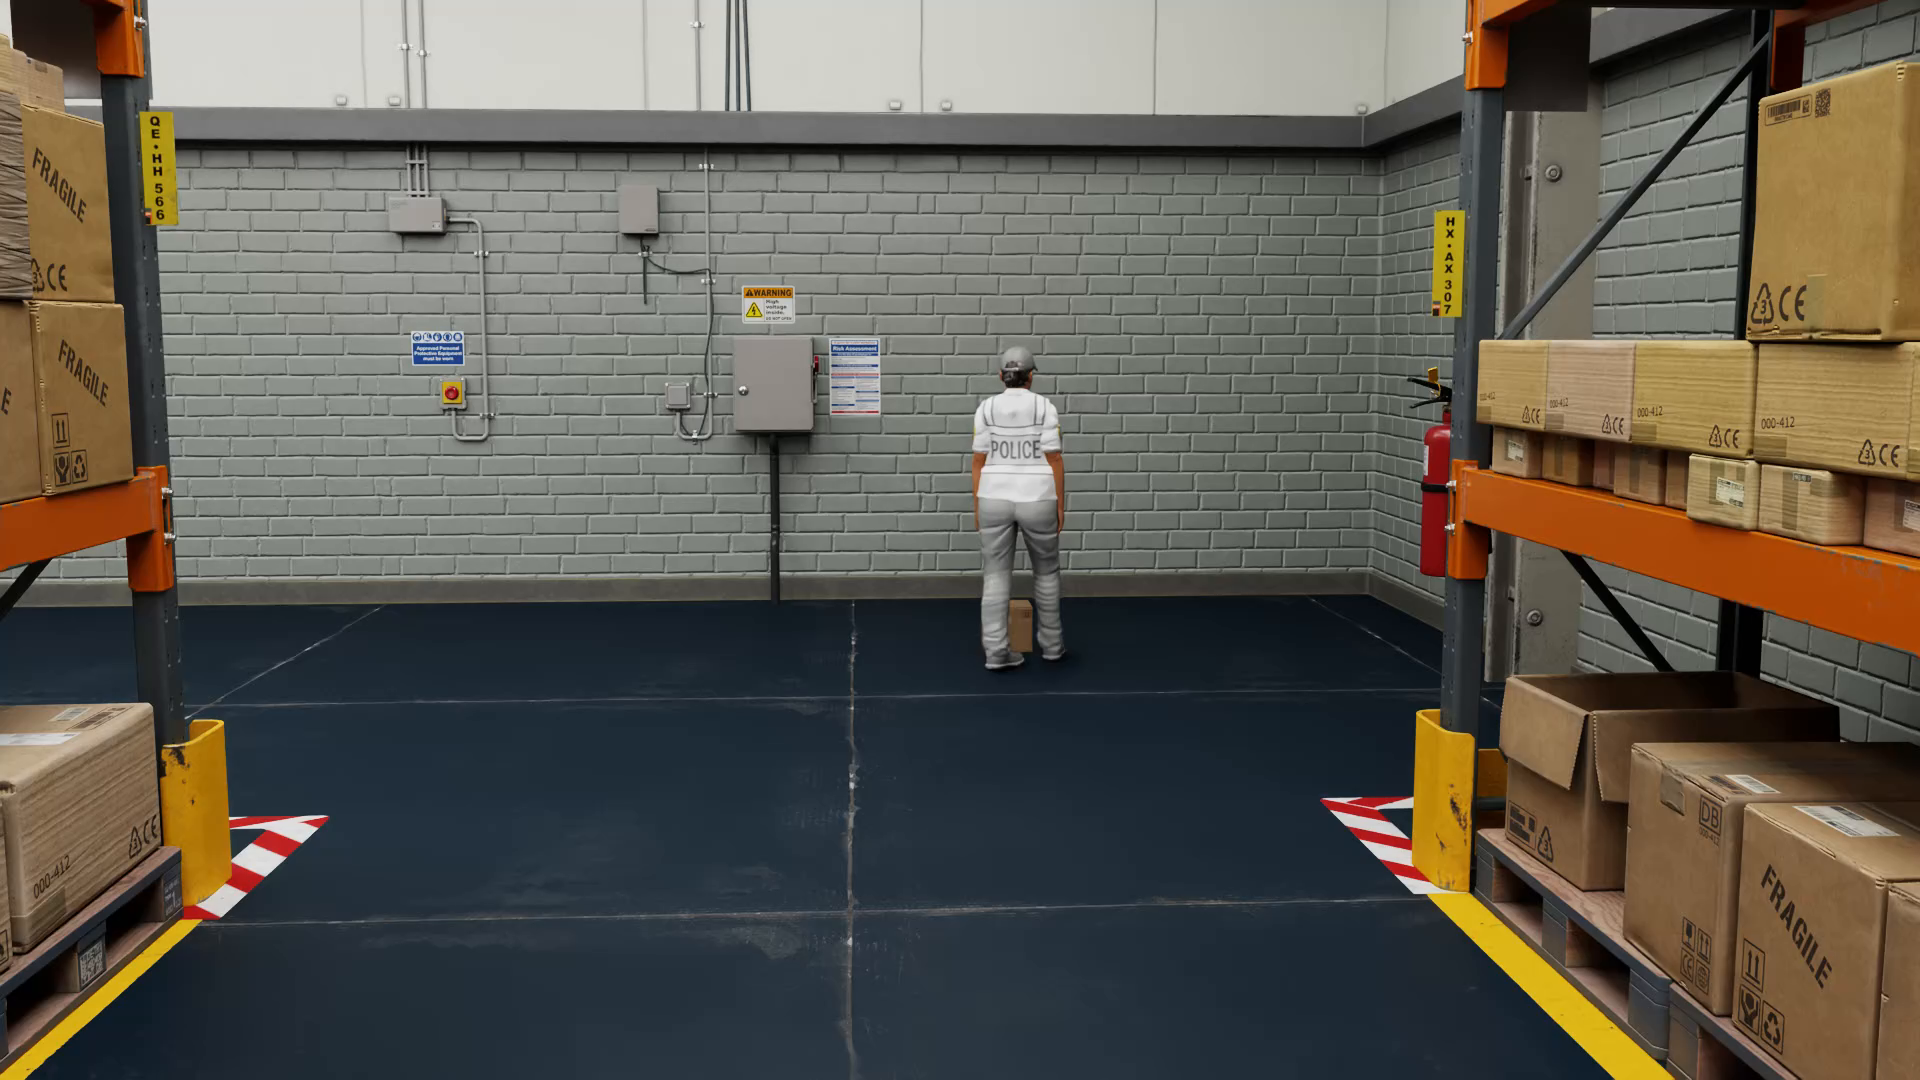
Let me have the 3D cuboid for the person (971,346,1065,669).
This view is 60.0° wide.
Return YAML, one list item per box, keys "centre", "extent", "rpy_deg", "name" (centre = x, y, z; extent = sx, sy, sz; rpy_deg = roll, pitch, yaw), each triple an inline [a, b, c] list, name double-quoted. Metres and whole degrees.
- centre: [0.314, -0.181, 8.695]
  extent: [0.481, 1.657, 0.584]
  rpy_deg: [1, 7, 8]
  name: "person"
